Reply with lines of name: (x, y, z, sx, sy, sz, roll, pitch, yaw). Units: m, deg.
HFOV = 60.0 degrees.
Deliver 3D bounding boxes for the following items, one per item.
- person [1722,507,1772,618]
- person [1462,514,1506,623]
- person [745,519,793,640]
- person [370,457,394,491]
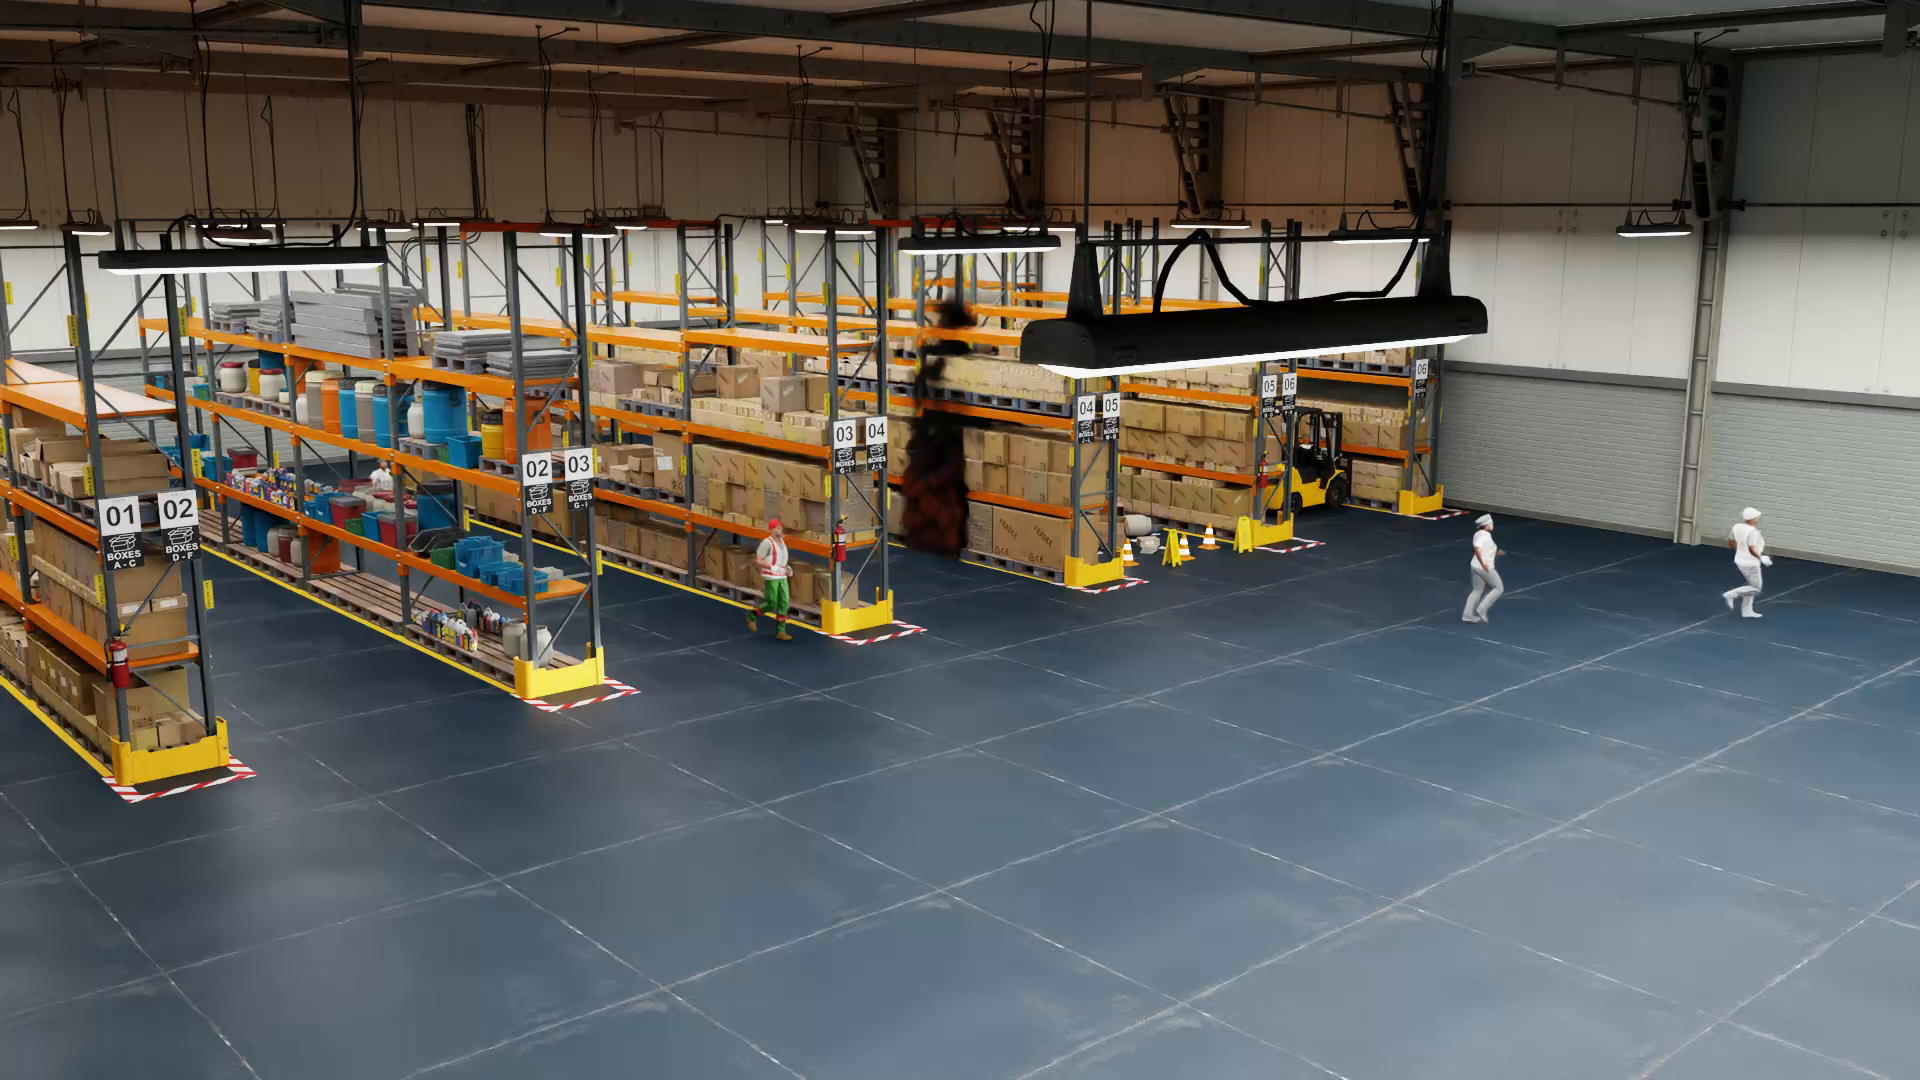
person: (12.141, 0.356, 25.732, 0.689, 1.743, 0.683, -1, 11, -3)
person: (8.037, 0.437, 25.428, 0.628, 1.680, 0.561, -1, 11, -7)
person: (-2.737, 0.559, 24.595, 0.854, 1.763, 0.693, 8, 14, 34)
person: (-10.976, -0.815, 31.733, 0.663, 1.645, 0.620, 9, 14, 38)
